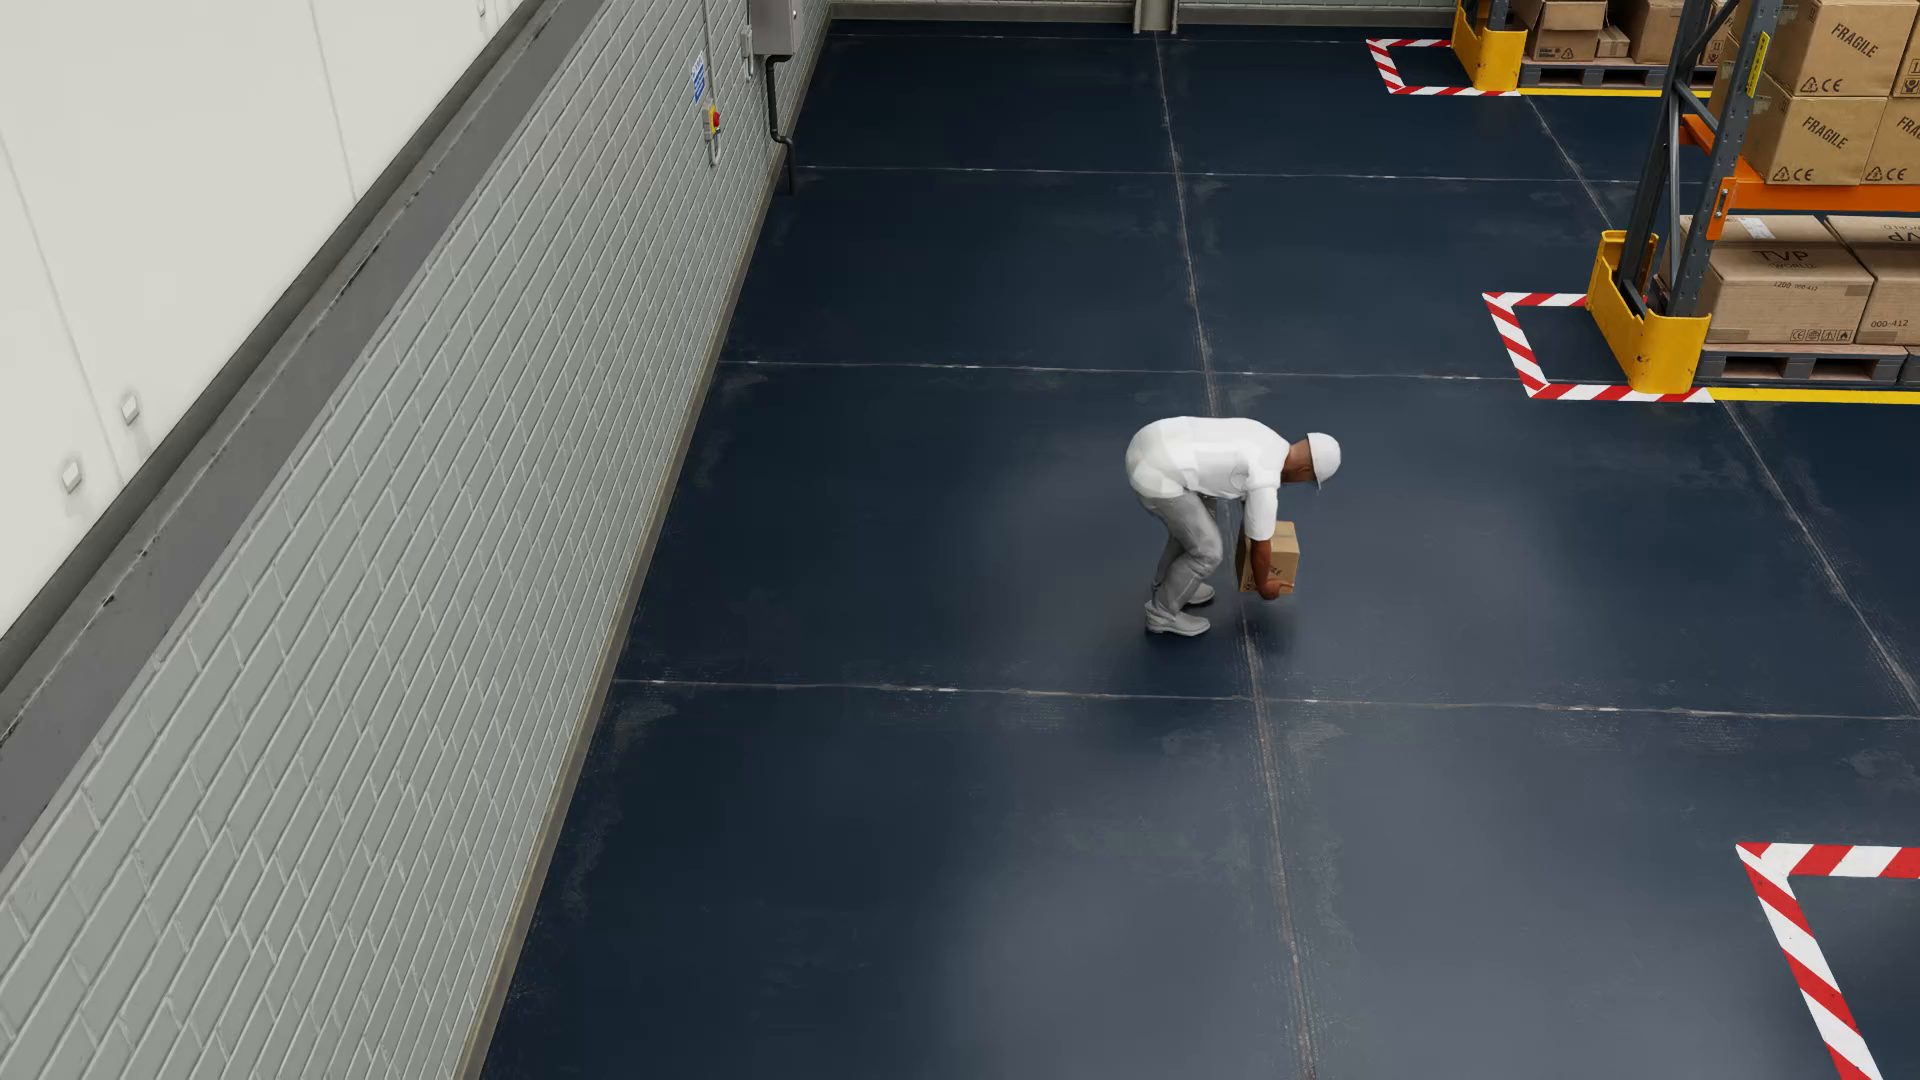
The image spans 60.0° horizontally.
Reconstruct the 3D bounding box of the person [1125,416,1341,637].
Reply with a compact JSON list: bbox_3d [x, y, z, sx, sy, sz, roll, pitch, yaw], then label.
[{"bbox_3d":[1.255,-0.090,7.823,0.982,1.065,0.491,0,35,0],"label":"person"}]
